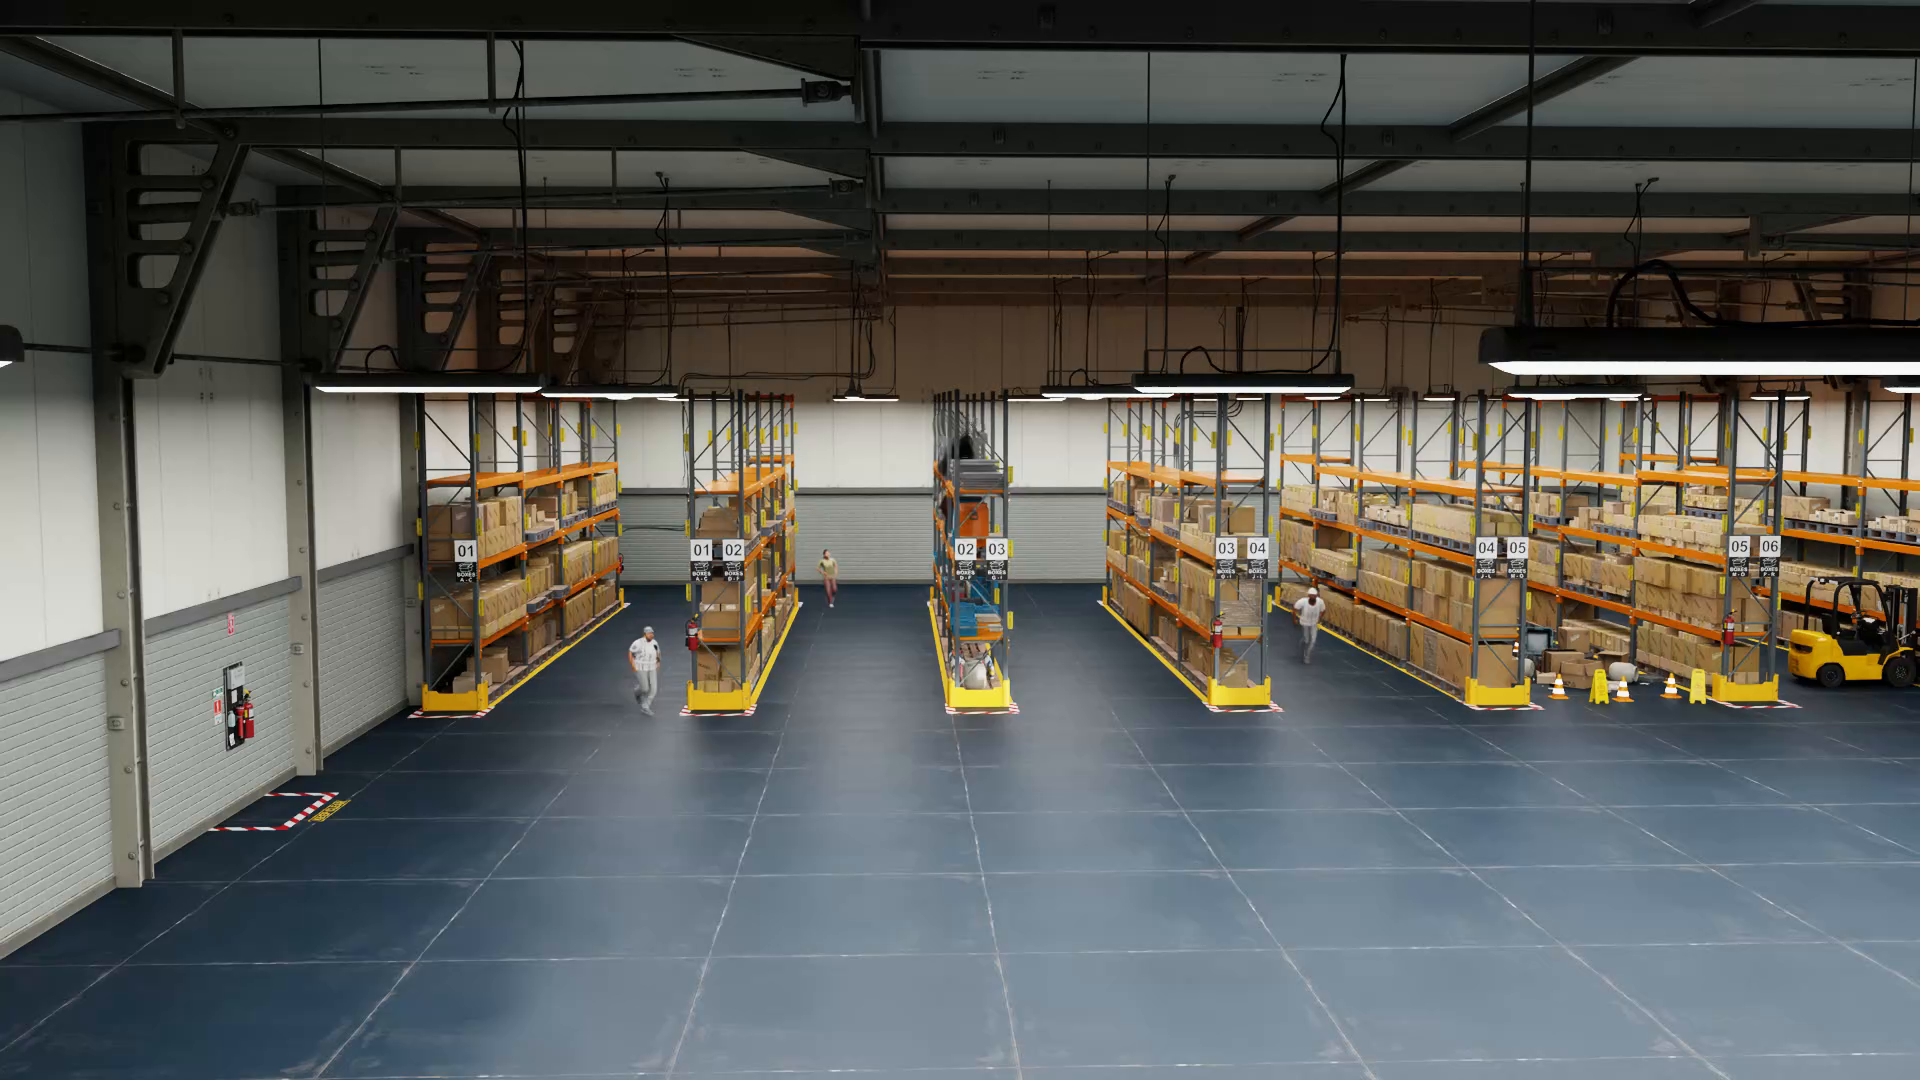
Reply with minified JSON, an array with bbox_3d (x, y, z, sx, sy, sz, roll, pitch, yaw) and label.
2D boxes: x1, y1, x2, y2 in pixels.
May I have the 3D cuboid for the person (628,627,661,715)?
[{"bbox_3d":[-5.832,2.411,30.826,0.629,1.634,0.587,-4,6,-37],"label":"person"}]

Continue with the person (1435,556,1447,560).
[{"bbox_3d":[14.242,0.853,49.241,0.956,1.693,0.723,1,5,7],"label":"person"}]

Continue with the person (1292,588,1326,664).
[{"bbox_3d":[7.749,1.889,36.920,0.694,1.689,0.782,-1,5,-8],"label":"person"}]

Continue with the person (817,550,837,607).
[{"bbox_3d":[-3.724,1.082,47.012,0.610,1.624,0.480,-2,5,-19],"label":"person"}]
